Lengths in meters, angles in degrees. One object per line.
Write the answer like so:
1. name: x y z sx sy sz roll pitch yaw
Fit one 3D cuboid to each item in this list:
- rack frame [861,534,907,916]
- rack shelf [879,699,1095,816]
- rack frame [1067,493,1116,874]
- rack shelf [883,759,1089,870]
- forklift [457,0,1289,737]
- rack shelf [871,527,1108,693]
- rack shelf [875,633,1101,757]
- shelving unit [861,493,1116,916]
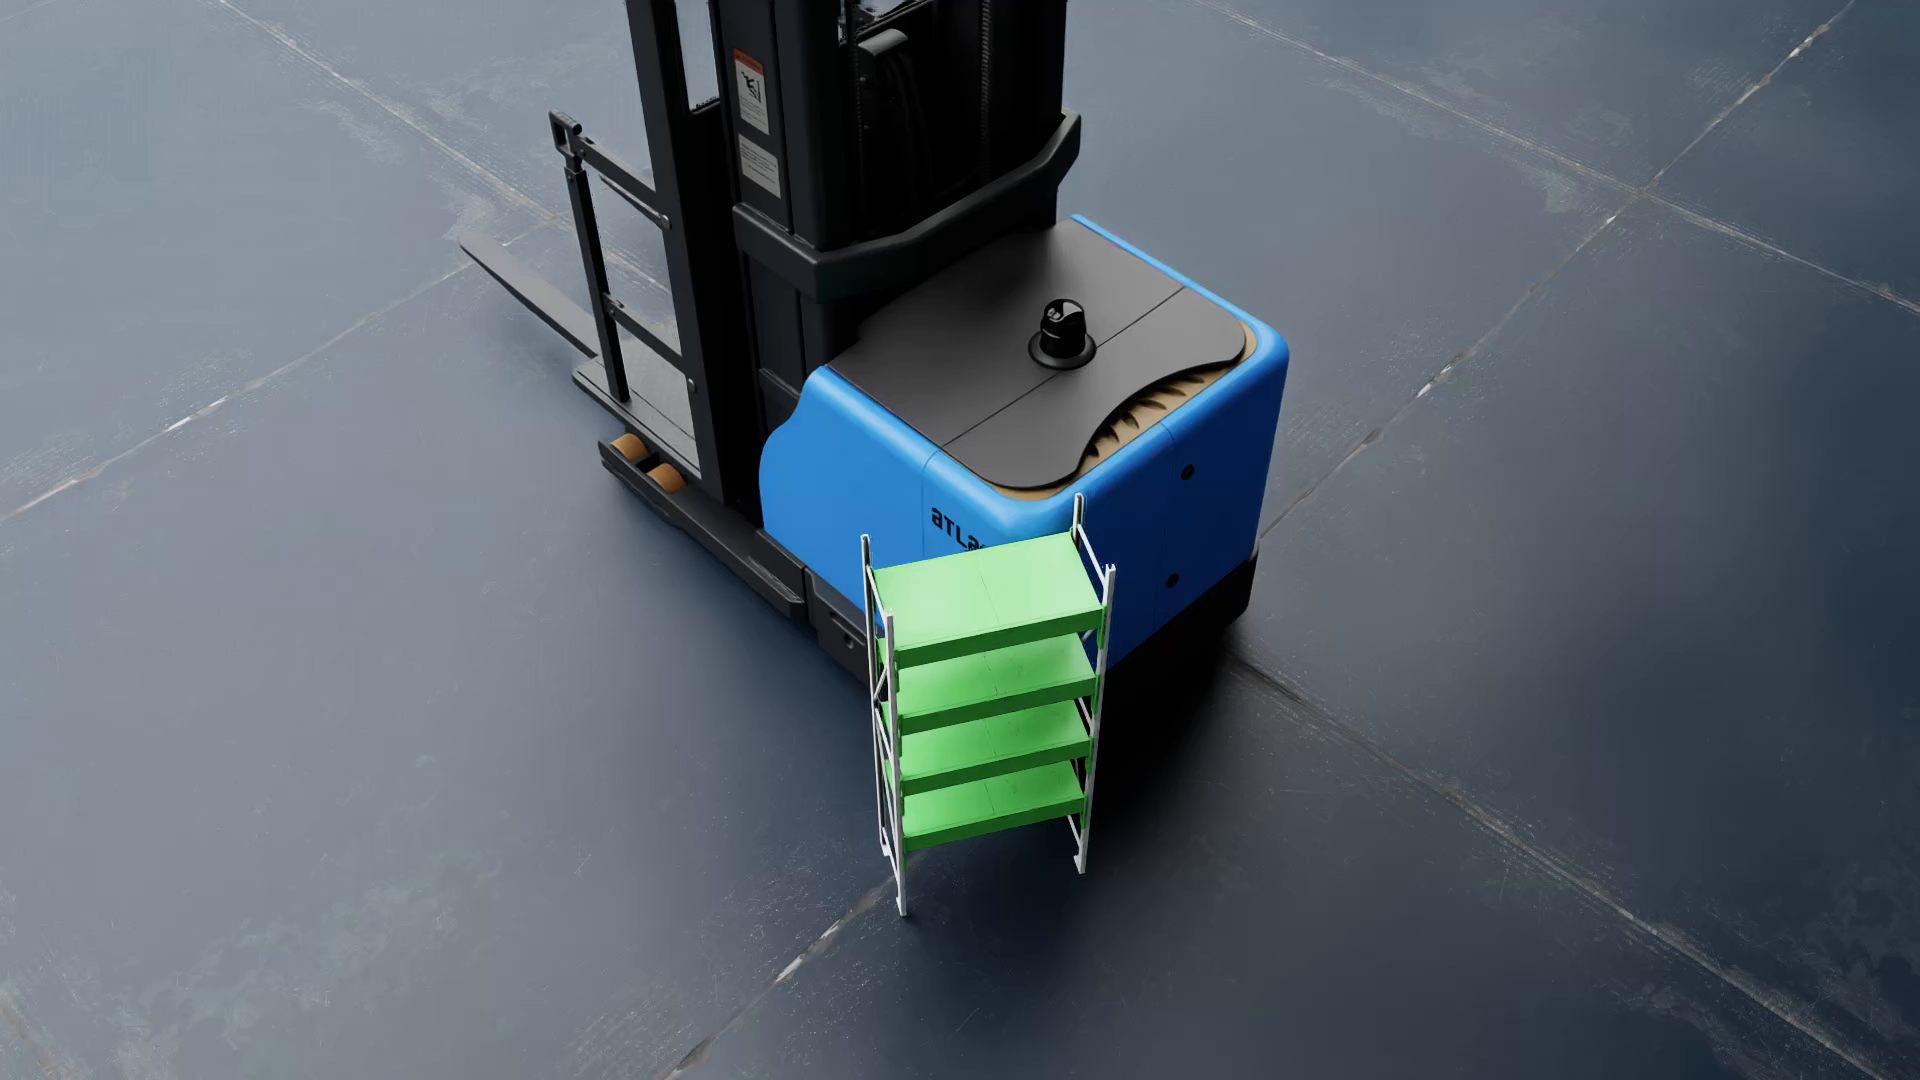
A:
1. rack frame: -0.177 0.484 3.973 0.015 1.200 0.240 -11 48 -10
2. rack shelf: 0.059 0.481 4.063 0.480 0.148 0.258 -11 48 -10
3. rack frame: 0.294 0.391 4.060 0.015 1.200 0.240 -11 48 -10
4. rack shelf: 0.059 0.645 4.238 0.480 0.148 0.258 -11 48 -10
5. forklift: -0.517 -1.314 4.474 1.130 2.935 3.031 -35 56 -28
6. rack shelf: 0.059 0.153 3.713 0.480 0.148 0.258 -11 48 -10
7. rack shelf: 0.059 0.317 3.888 0.480 0.148 0.258 -11 48 -10
8. shelving unit: 0.059 0.437 4.016 0.503 1.200 0.258 -11 48 -10
